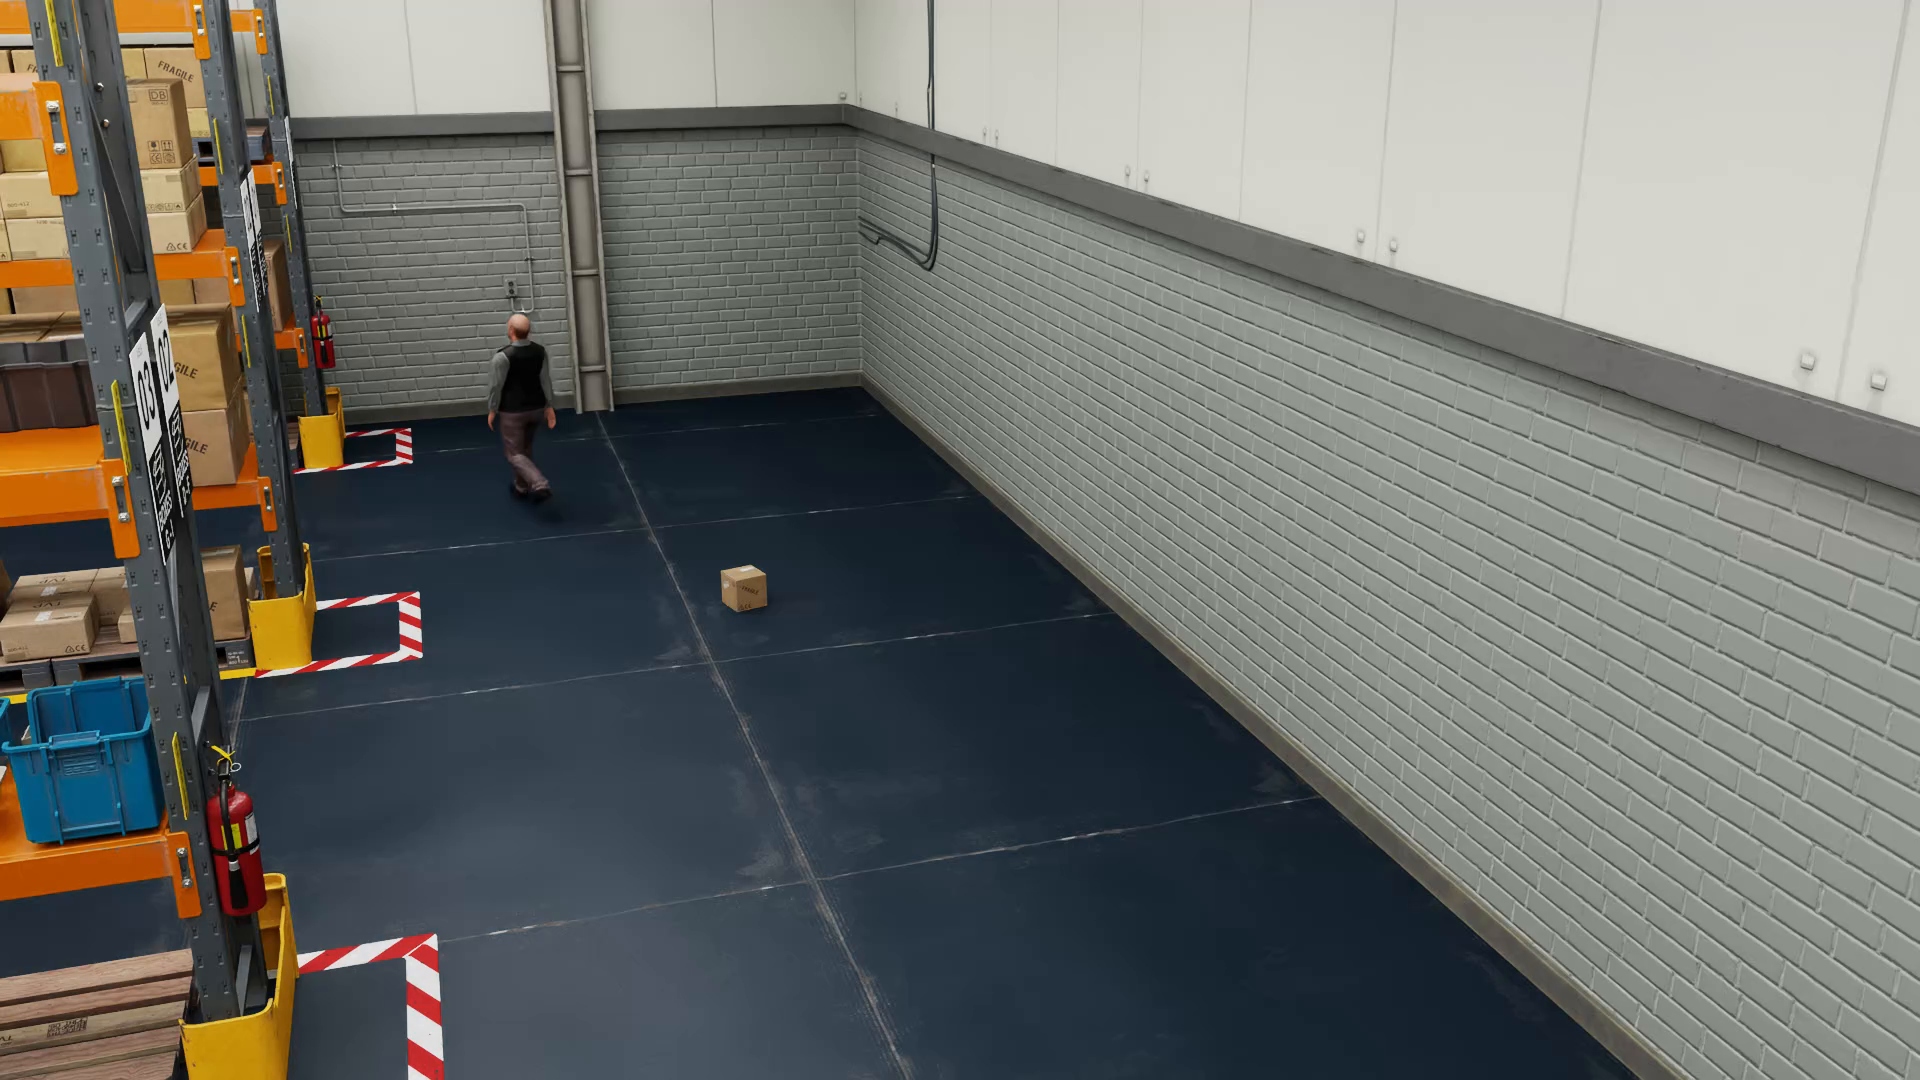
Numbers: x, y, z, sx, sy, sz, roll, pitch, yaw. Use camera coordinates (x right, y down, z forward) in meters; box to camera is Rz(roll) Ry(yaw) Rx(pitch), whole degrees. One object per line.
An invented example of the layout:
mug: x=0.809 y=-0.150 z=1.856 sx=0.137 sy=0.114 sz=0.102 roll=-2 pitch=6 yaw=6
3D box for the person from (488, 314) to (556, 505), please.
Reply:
person: x=-3.782 y=-1.110 z=14.315 sx=0.913 sy=1.688 sz=0.549 roll=17 pitch=25 yaw=40
